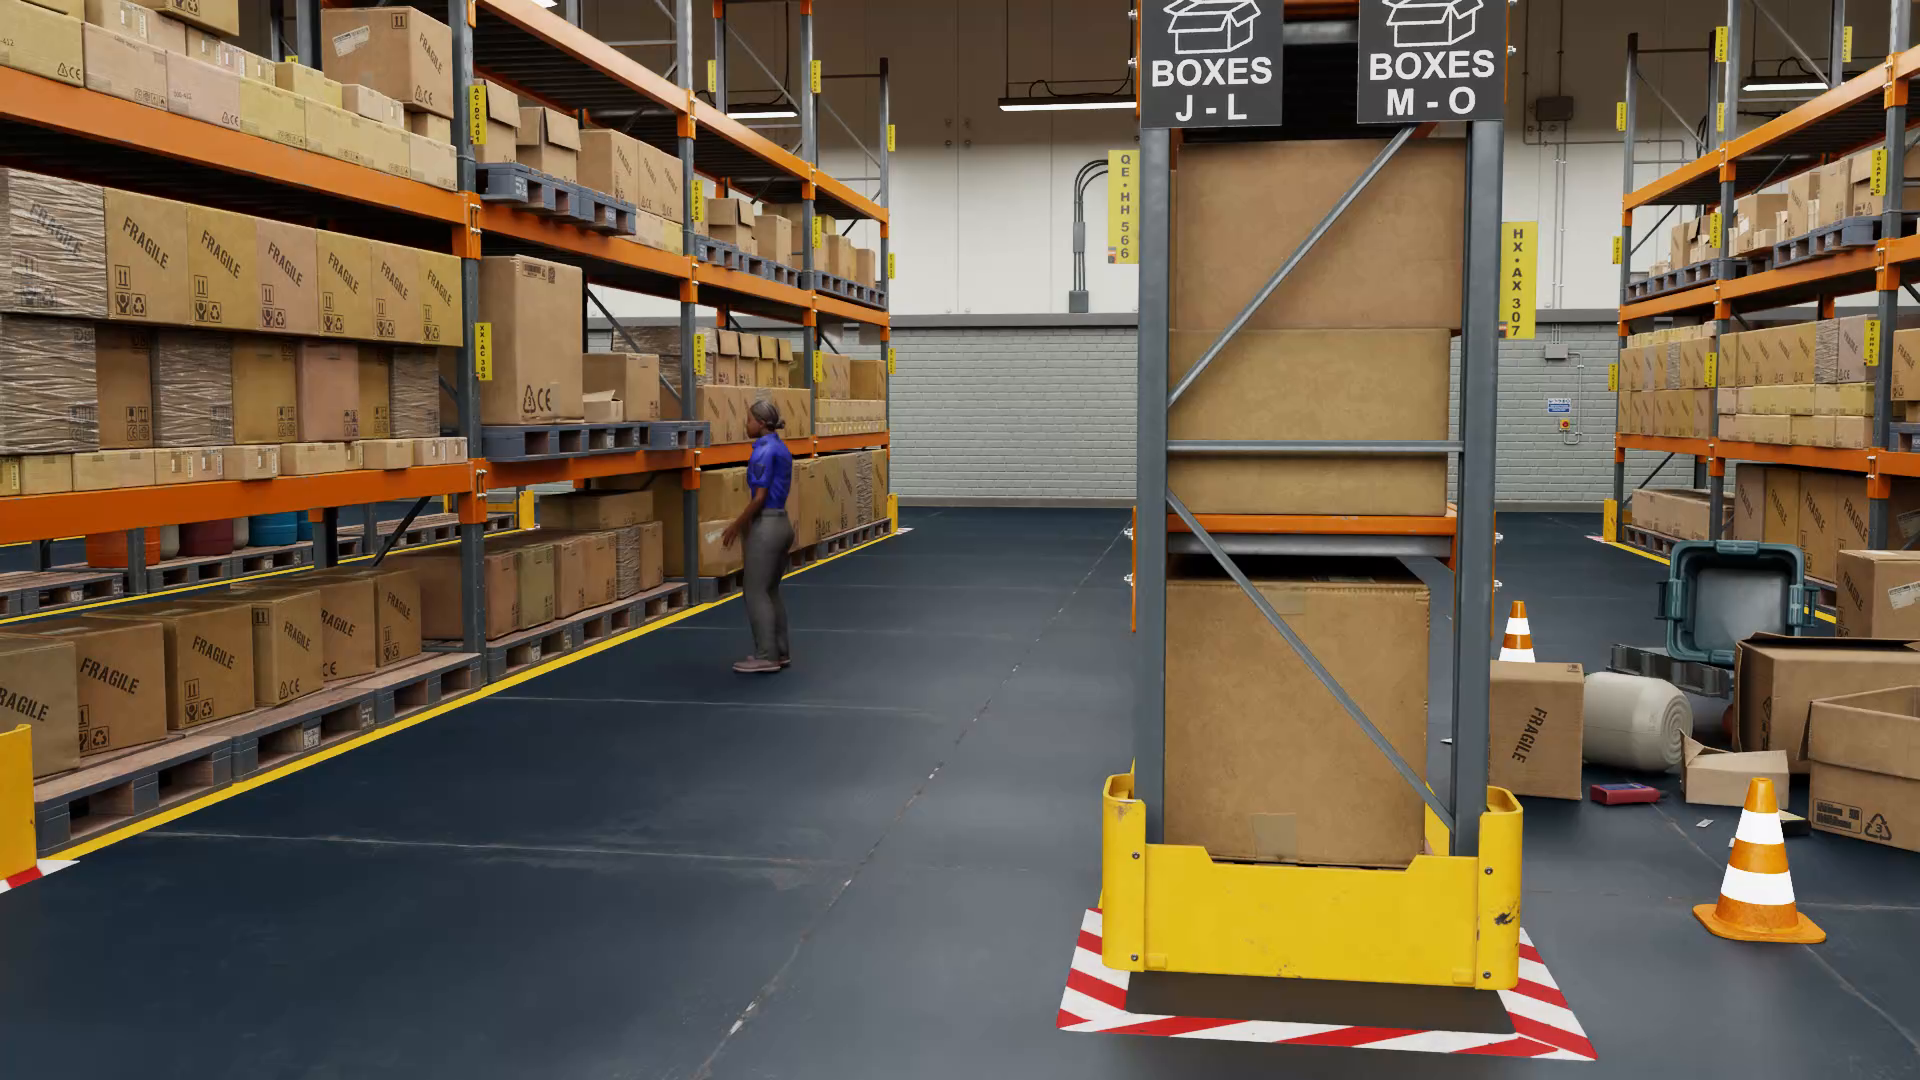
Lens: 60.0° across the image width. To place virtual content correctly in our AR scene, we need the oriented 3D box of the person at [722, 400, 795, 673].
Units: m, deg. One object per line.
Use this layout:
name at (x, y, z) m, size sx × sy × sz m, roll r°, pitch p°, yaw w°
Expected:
person at (-1.237, -0.029, 10.241) m, size 0.405 × 1.663 × 0.479 m, roll 1°, pitch 5°, yaw 8°
